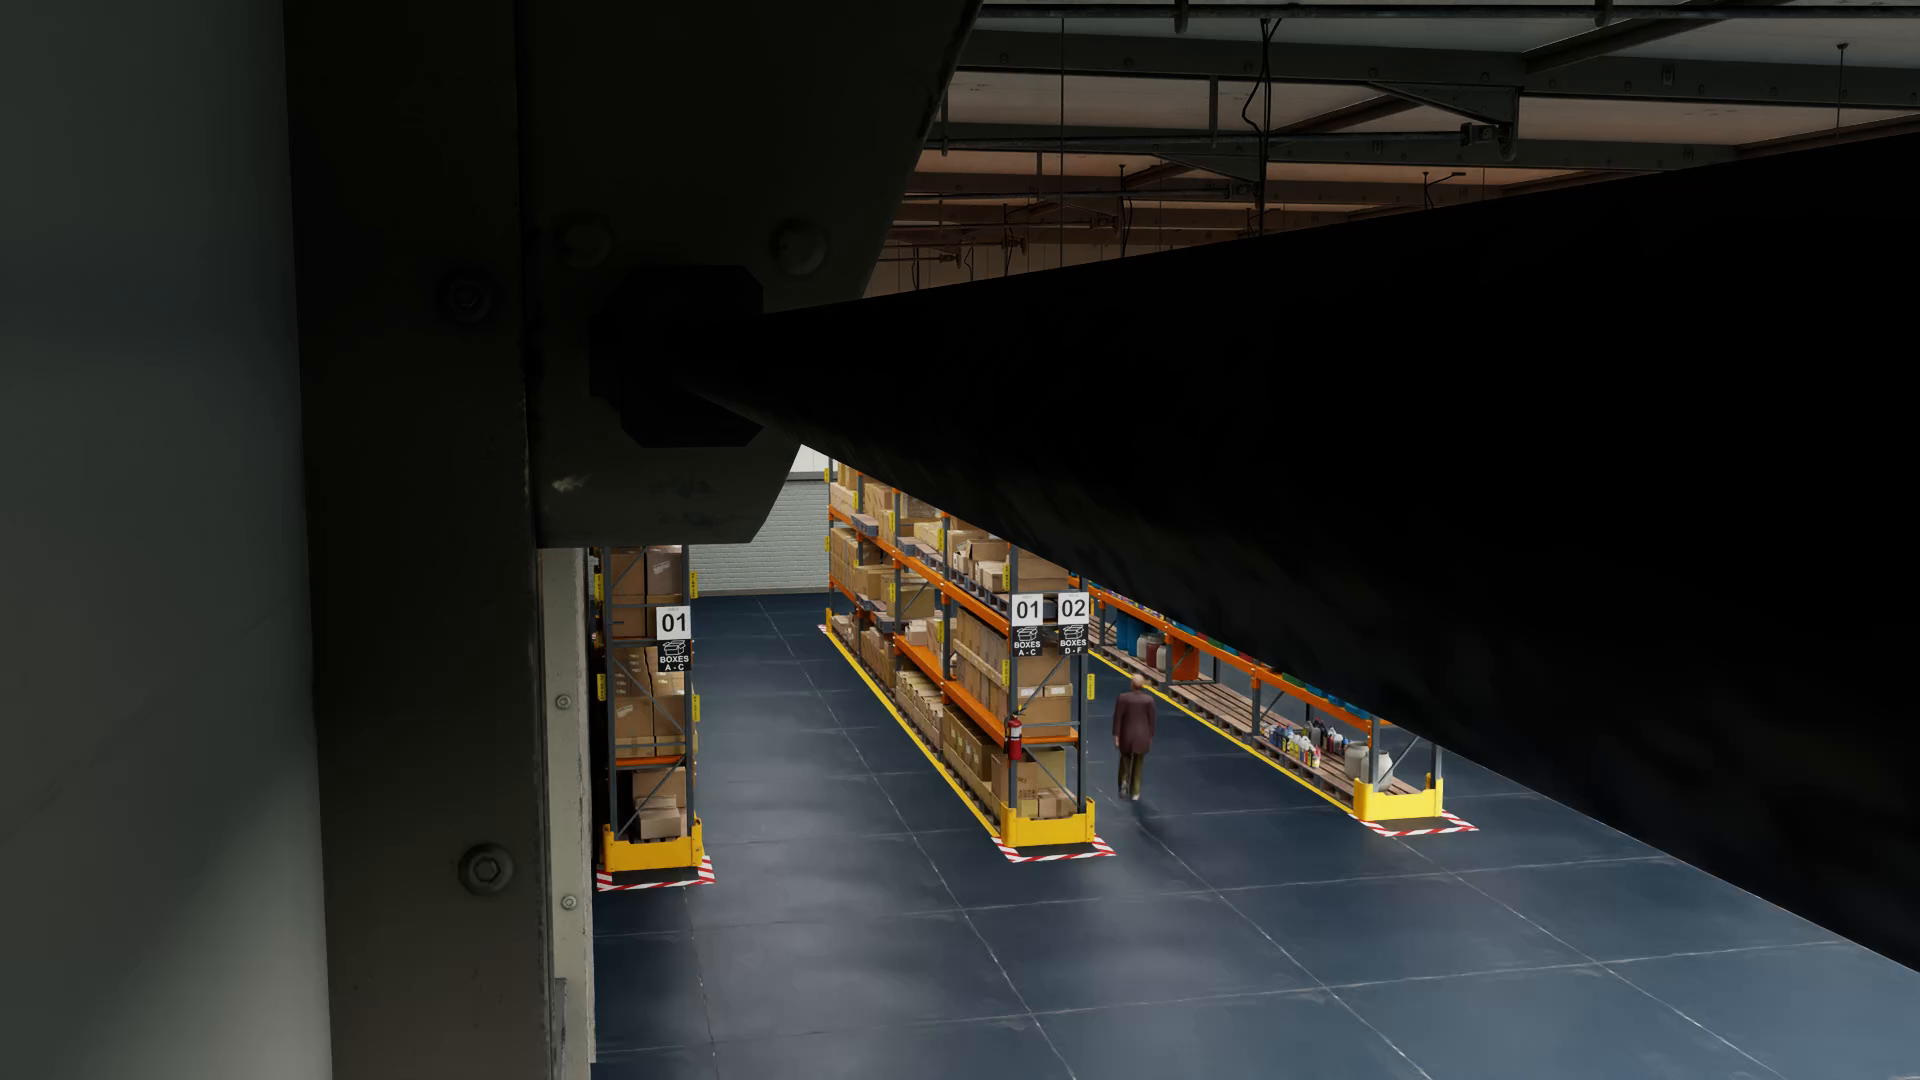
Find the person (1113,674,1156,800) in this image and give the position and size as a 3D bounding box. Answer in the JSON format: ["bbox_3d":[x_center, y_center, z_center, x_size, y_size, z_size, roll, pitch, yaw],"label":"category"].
[{"bbox_3d":[2.418,2.720,22.994,0.582,1.776,0.519,2,7,19],"label":"person"}]
